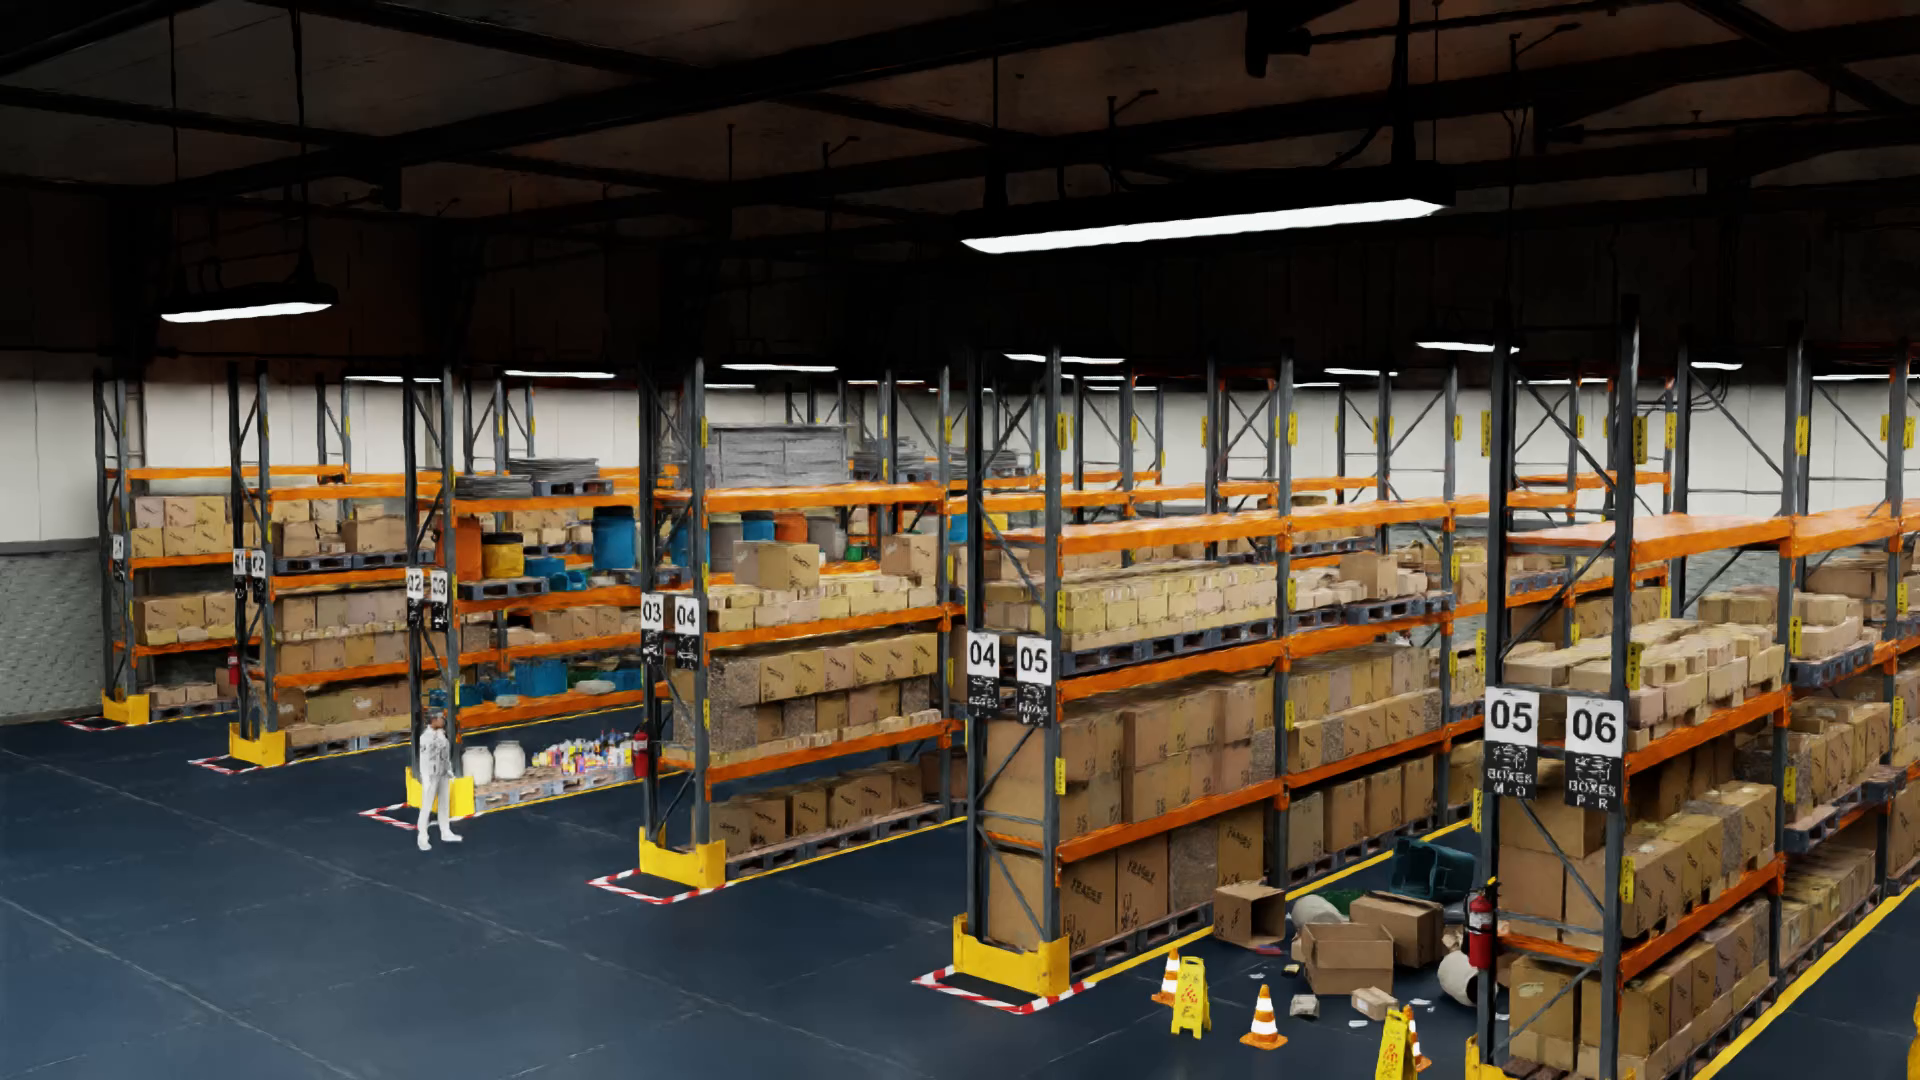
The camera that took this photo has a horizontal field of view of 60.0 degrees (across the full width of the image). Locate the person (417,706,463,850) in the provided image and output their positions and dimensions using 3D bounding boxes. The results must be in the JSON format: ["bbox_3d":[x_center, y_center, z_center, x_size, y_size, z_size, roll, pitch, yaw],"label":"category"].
[{"bbox_3d":[-6.286,2.841,20.023,0.433,1.682,0.553,1,4,15],"label":"person"}]

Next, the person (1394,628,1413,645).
[{"bbox_3d":[7.560,2.245,28.446,0.492,1.654,0.657,3,5,37],"label":"person"}]
